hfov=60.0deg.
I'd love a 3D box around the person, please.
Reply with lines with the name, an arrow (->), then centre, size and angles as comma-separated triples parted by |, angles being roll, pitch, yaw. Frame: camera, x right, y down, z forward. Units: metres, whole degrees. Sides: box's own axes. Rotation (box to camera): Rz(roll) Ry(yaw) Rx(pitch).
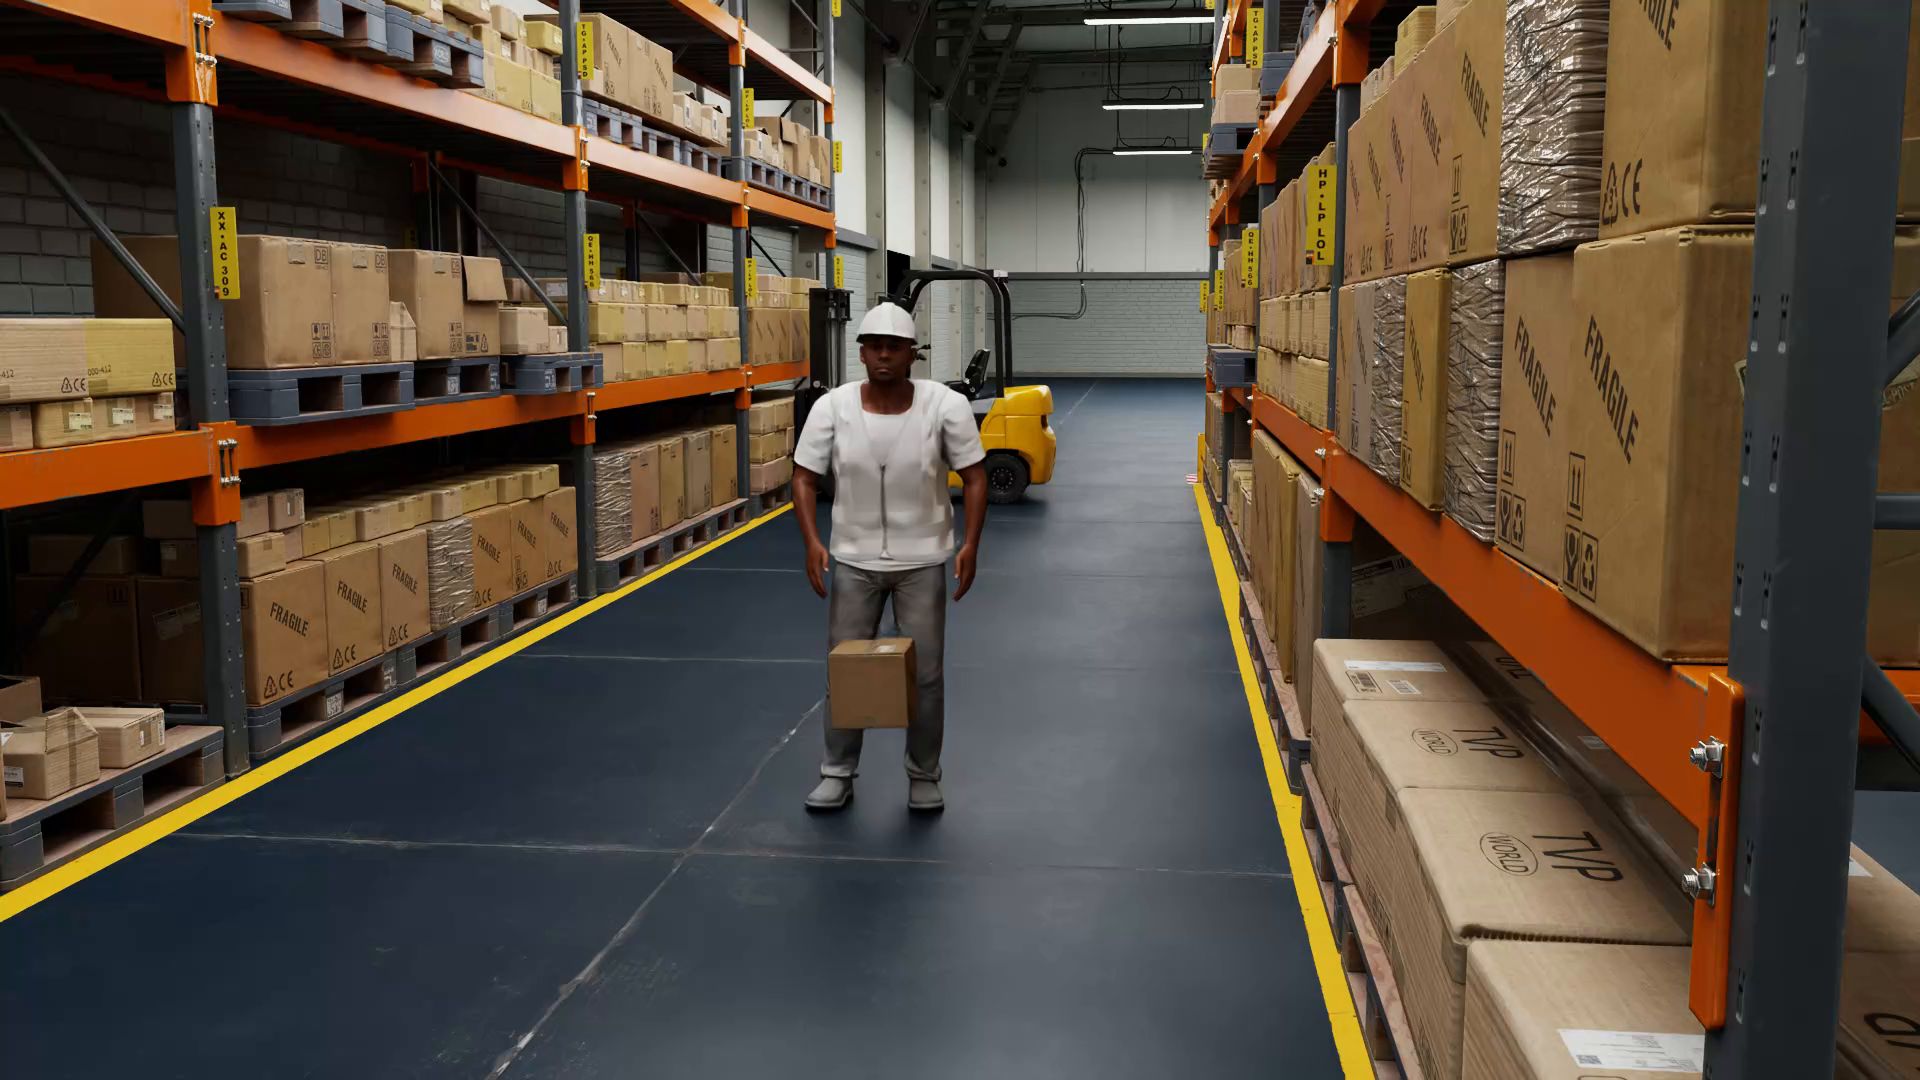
person -> -0.250, 0.072, 5.696 | 0.670, 1.755, 0.453 | 1, 8, 6
